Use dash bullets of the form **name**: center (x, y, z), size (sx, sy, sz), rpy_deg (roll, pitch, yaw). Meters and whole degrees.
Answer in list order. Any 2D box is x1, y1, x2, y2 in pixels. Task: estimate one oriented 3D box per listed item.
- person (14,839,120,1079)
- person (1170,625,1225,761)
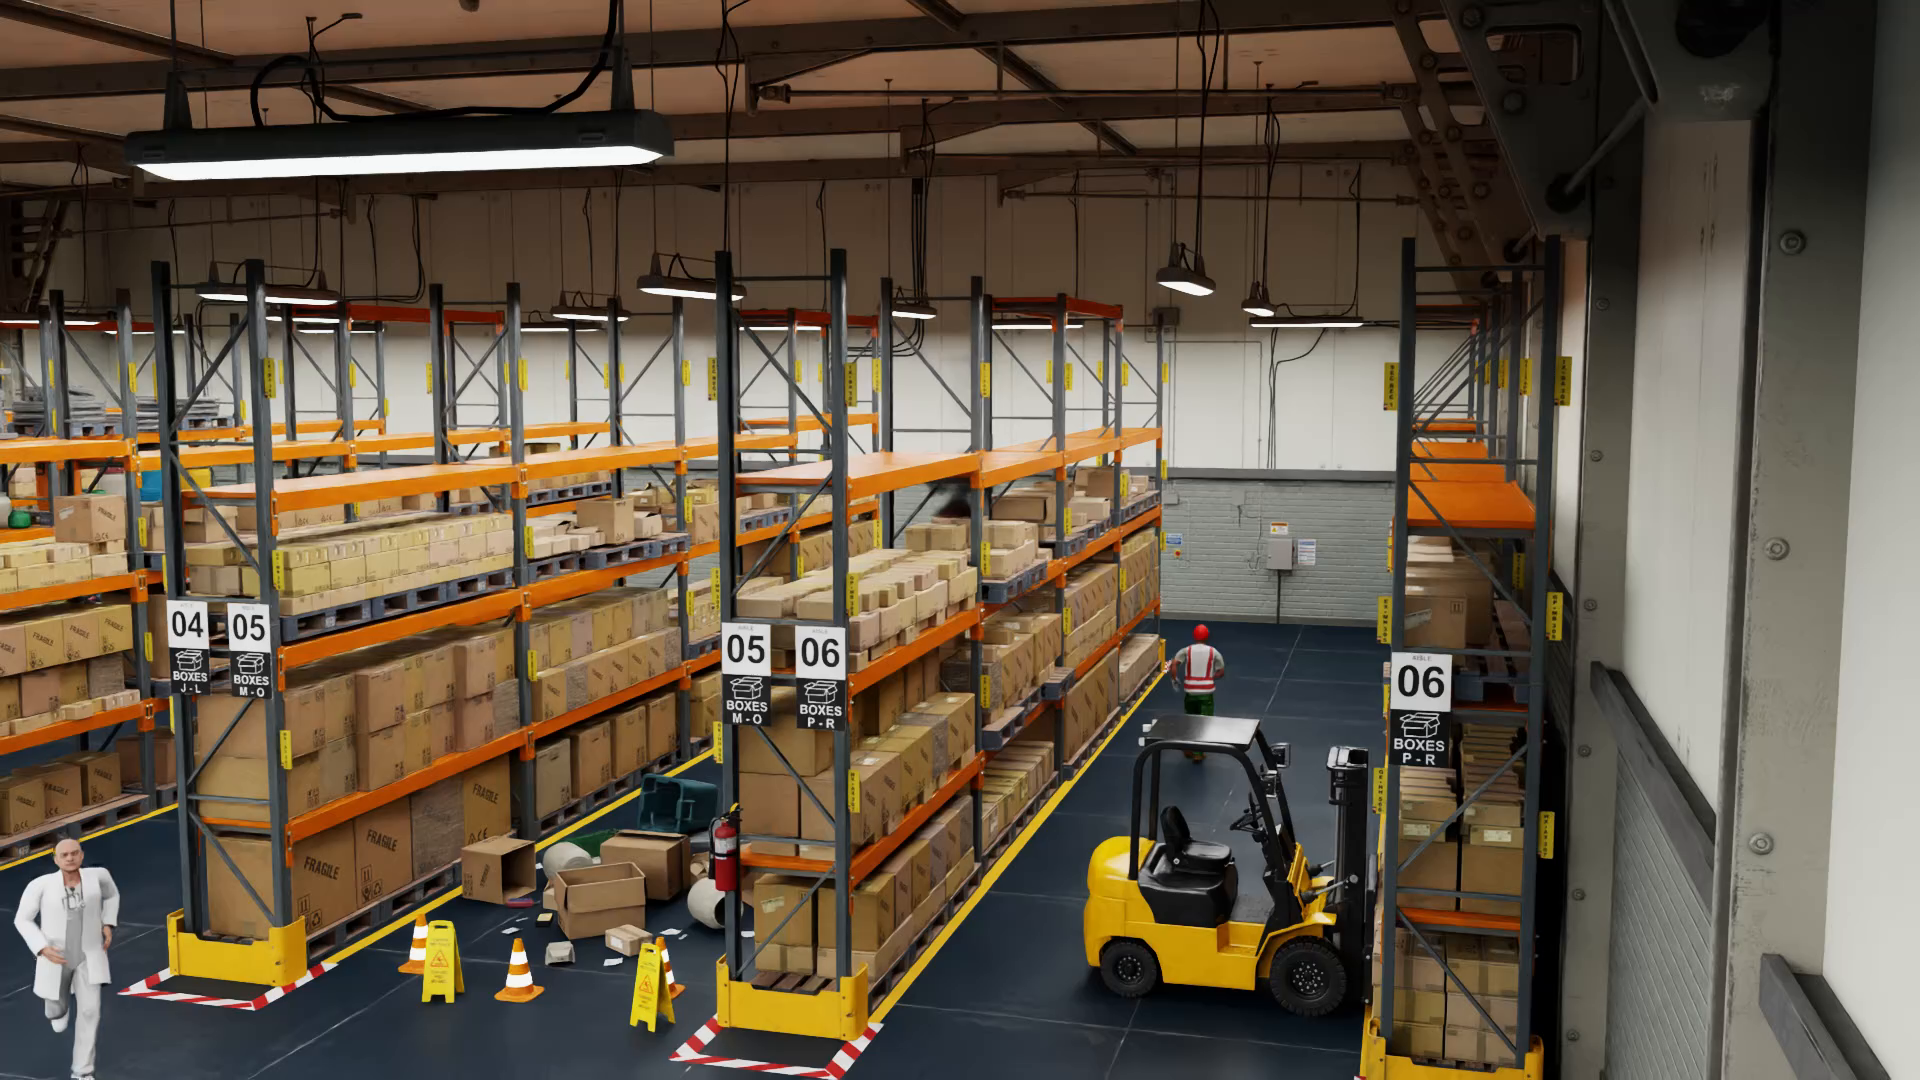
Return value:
- **person**: center (-6.483, 3.044, 12.128), size (0.691, 1.771, 1.099), rpy_deg (-3, 7, -29)
- **person**: center (3.121, 1.985, 21.793), size (0.695, 1.783, 0.667), rpy_deg (2, 6, 16)
